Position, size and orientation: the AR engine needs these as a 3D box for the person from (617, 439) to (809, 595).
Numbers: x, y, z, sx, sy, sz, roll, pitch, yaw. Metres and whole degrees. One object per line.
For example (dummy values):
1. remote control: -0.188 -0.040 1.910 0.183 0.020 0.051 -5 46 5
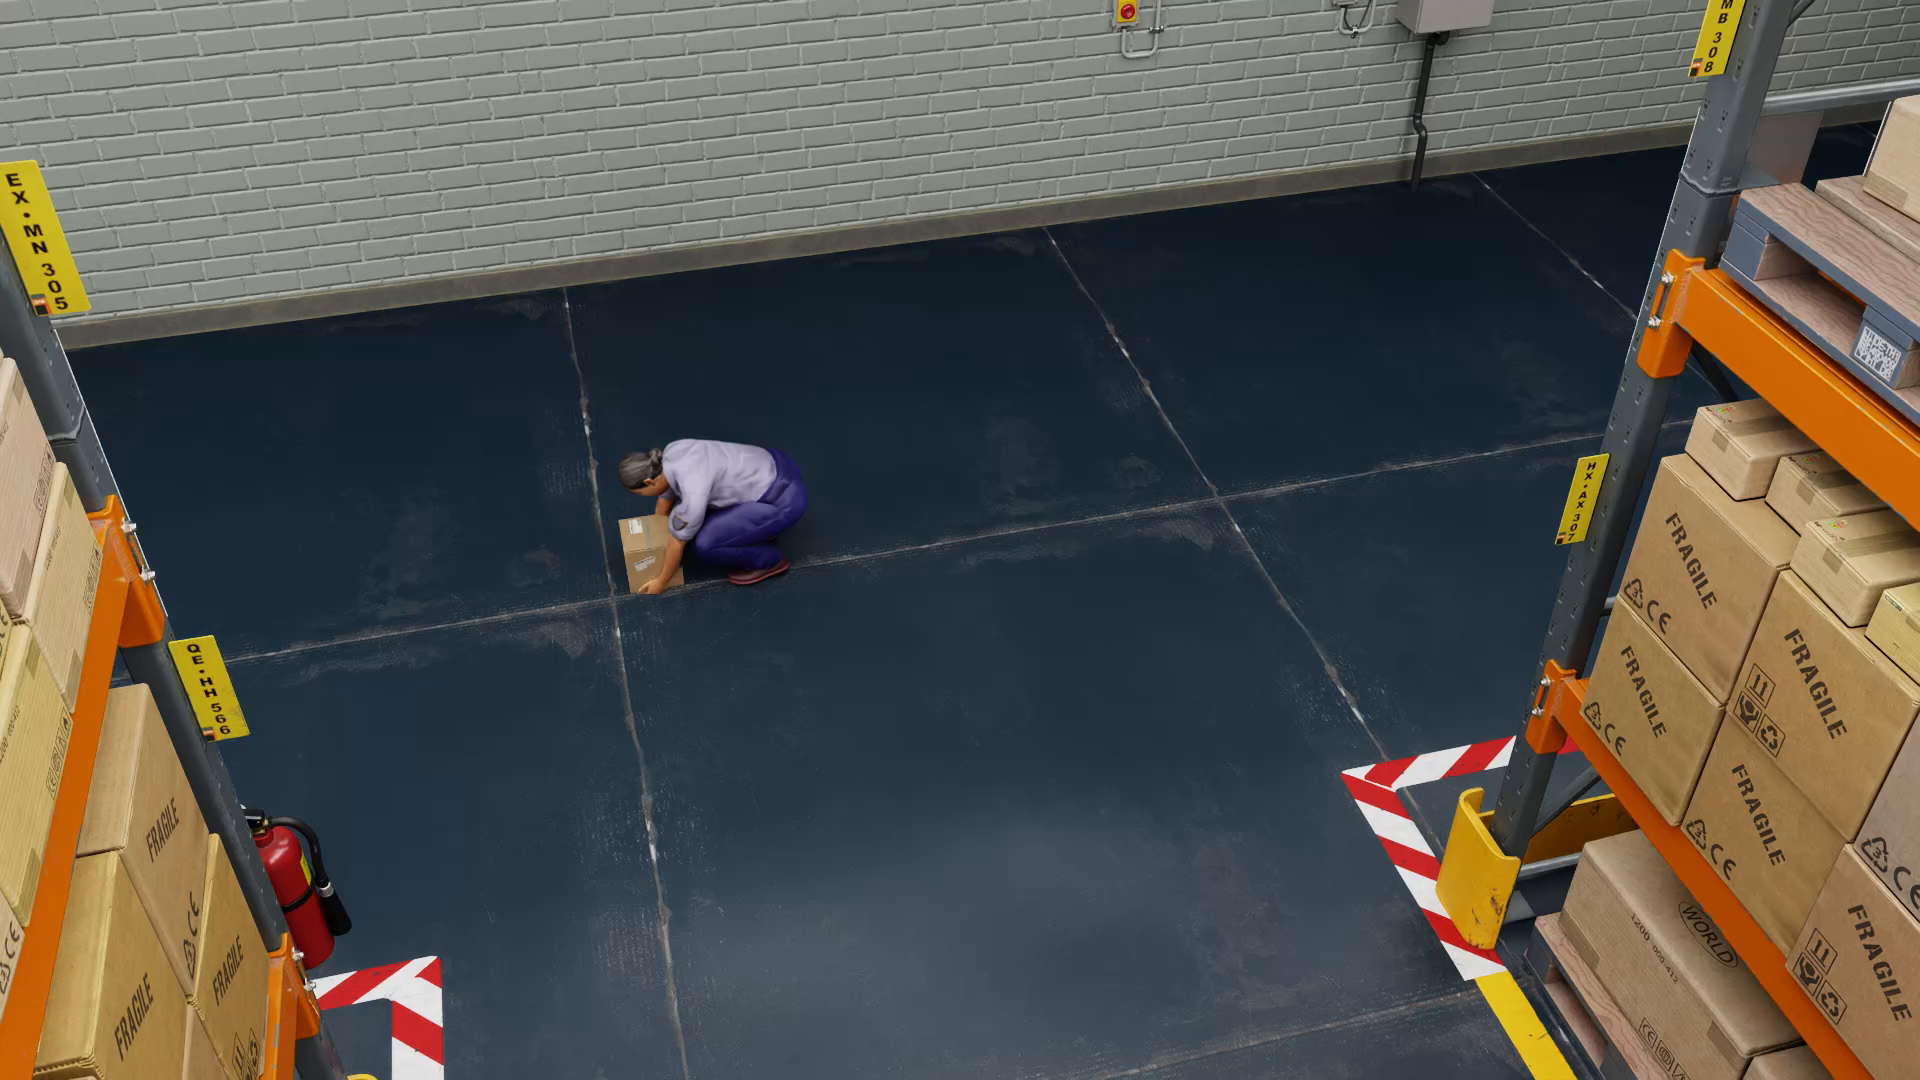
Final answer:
1. person: -1.129 -0.154 7.701 0.847 0.805 0.526 -10 39 -12
